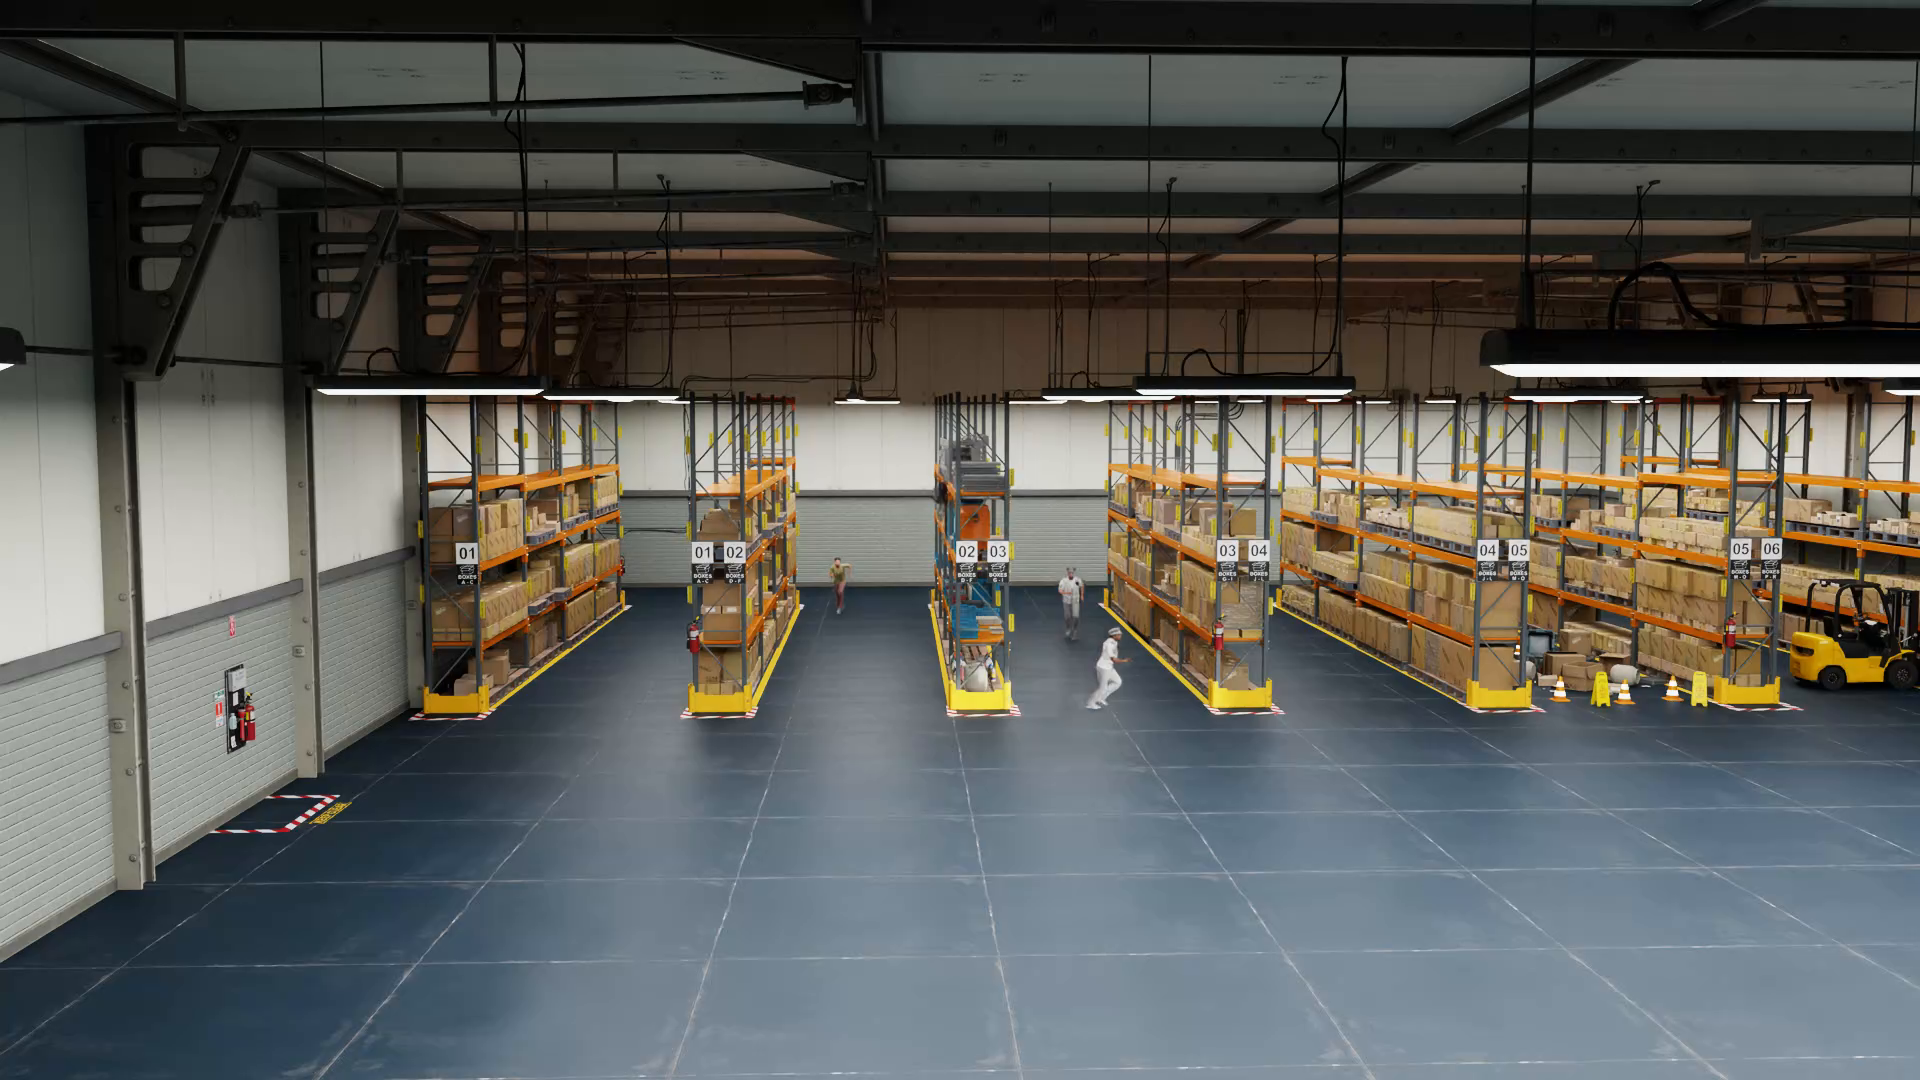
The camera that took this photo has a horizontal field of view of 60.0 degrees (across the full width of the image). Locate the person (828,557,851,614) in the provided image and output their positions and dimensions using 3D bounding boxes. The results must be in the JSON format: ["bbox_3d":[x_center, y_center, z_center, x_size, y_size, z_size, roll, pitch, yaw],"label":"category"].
[{"bbox_3d":[-3.337,1.261,46.326,0.611,1.600,0.945,0,5,5],"label":"person"}]

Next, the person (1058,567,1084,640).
[{"bbox_3d":[2.745,1.566,41.024,0.637,1.839,0.853,0,5,3],"label":"person"}]

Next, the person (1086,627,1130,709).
[{"bbox_3d":[2.813,2.414,31.450,0.845,1.579,0.565,1,5,15],"label":"person"}]
